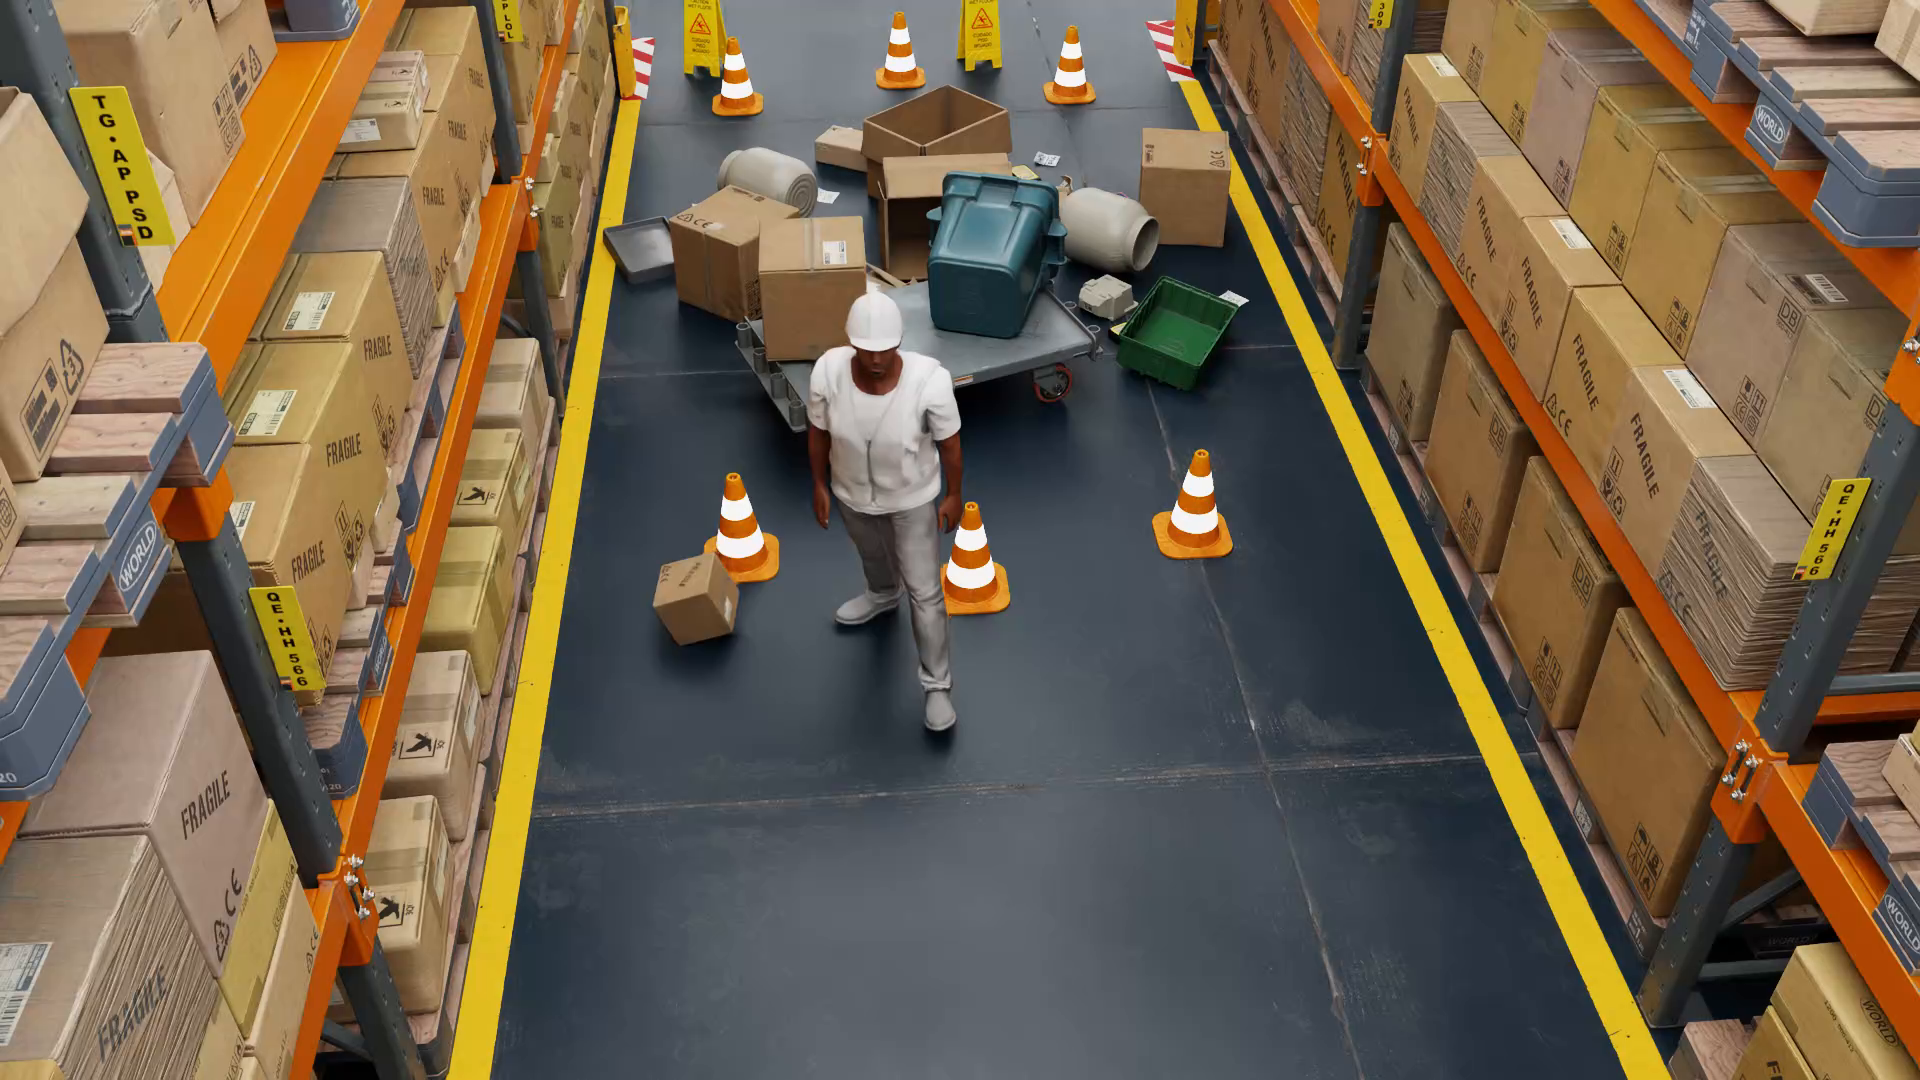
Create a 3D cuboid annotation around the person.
[{"bbox_3d":[-0.258,-0.153,6.307,0.687,1.729,0.828,10,40,12],"label":"person"}]
